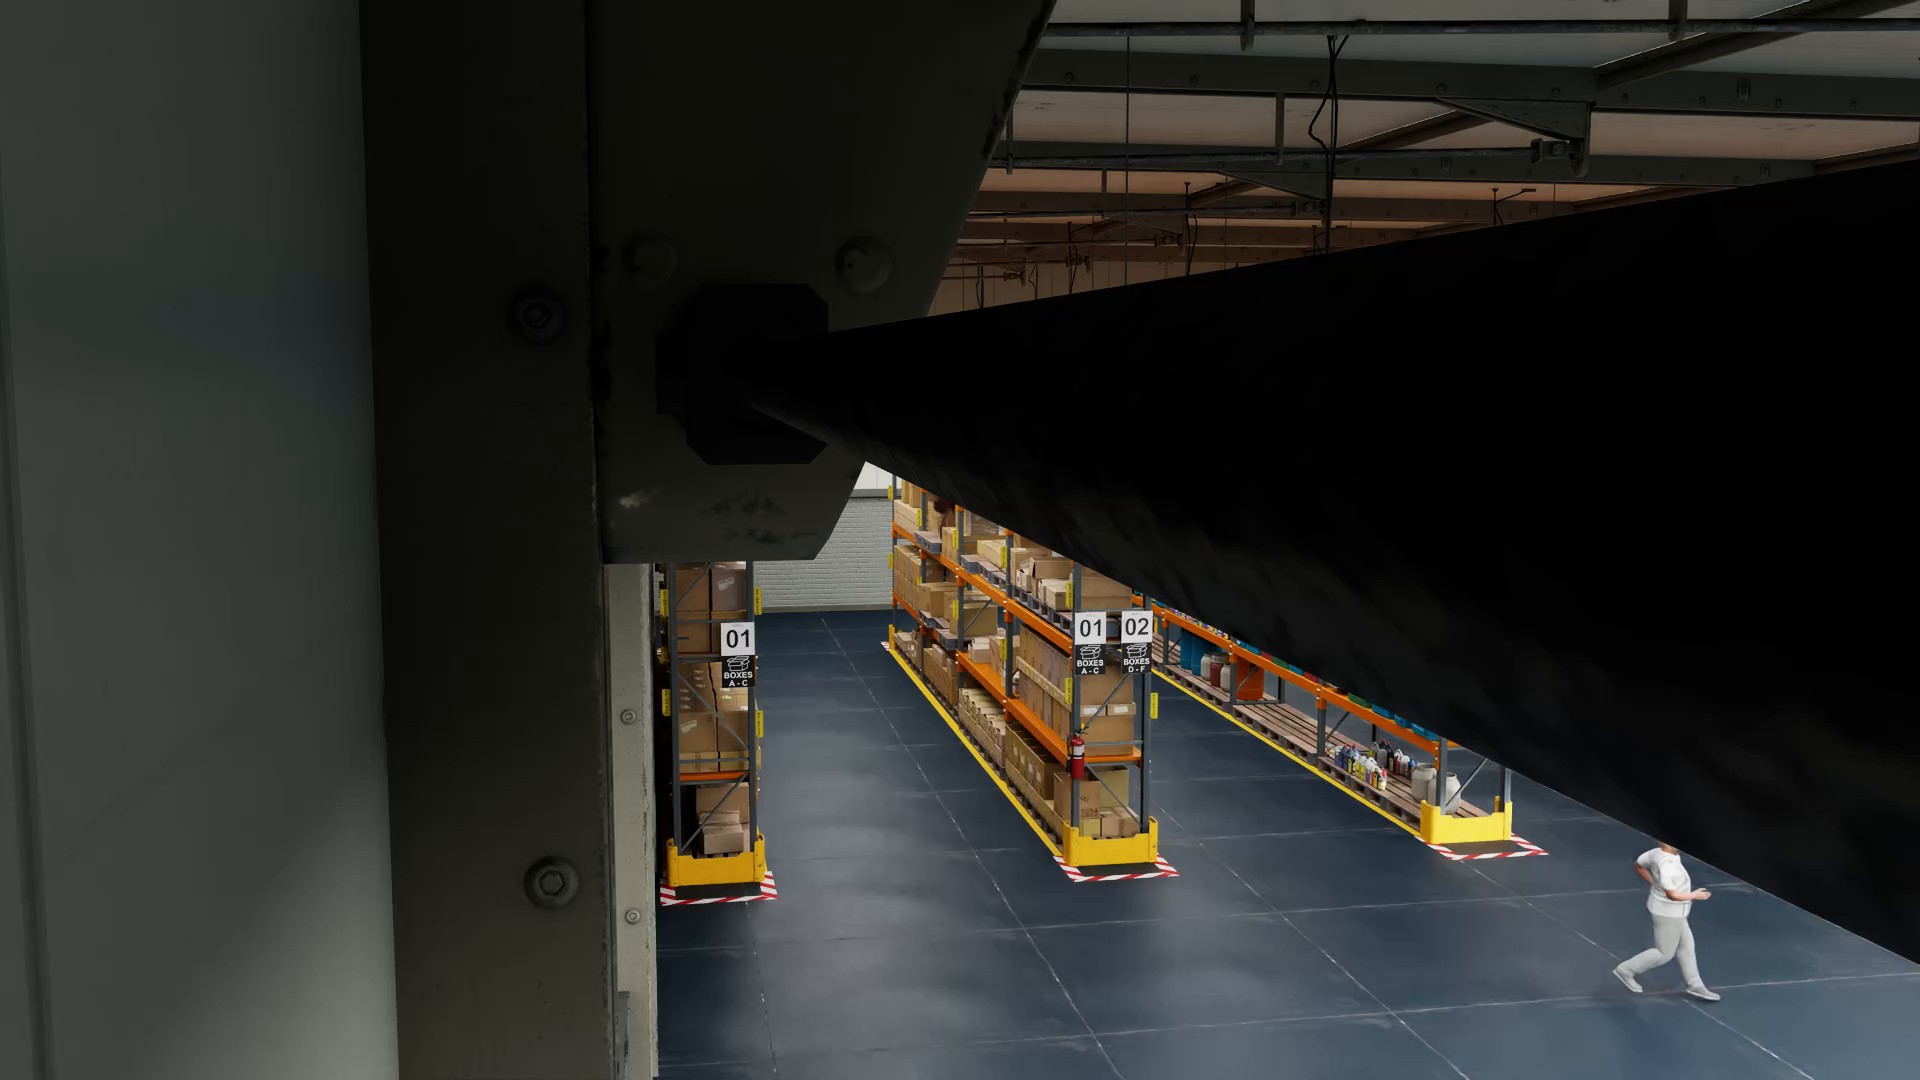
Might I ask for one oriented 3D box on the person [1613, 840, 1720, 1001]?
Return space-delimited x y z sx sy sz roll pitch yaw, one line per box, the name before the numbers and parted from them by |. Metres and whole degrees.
person | 7.007 3.675 16.422 1.032 1.762 0.675 1 6 13
